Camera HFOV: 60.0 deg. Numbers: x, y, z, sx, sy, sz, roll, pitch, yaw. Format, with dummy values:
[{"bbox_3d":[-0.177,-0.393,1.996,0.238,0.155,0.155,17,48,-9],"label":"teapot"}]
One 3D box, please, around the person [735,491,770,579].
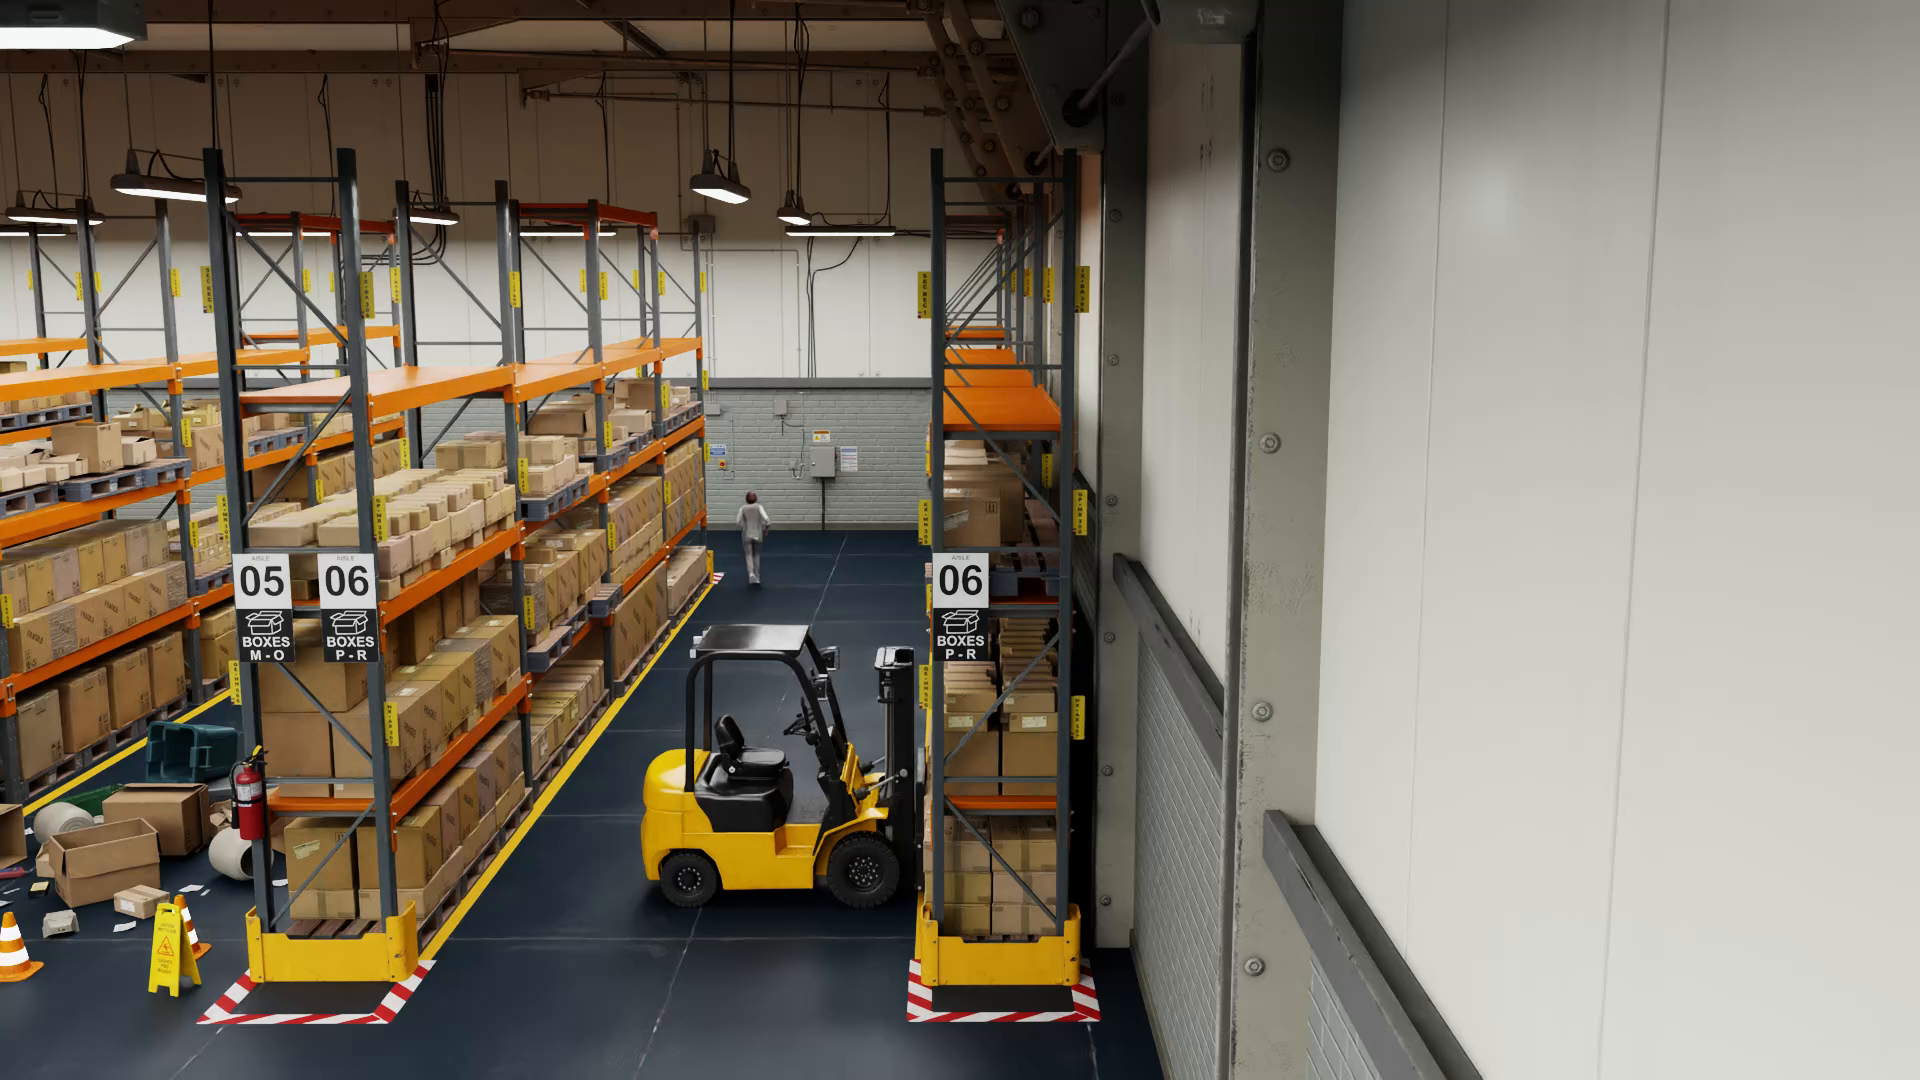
[{"bbox_3d":[-3.429,-0.058,27.512,0.558,1.507,0.658,-1,9,-9],"label":"person"}]
